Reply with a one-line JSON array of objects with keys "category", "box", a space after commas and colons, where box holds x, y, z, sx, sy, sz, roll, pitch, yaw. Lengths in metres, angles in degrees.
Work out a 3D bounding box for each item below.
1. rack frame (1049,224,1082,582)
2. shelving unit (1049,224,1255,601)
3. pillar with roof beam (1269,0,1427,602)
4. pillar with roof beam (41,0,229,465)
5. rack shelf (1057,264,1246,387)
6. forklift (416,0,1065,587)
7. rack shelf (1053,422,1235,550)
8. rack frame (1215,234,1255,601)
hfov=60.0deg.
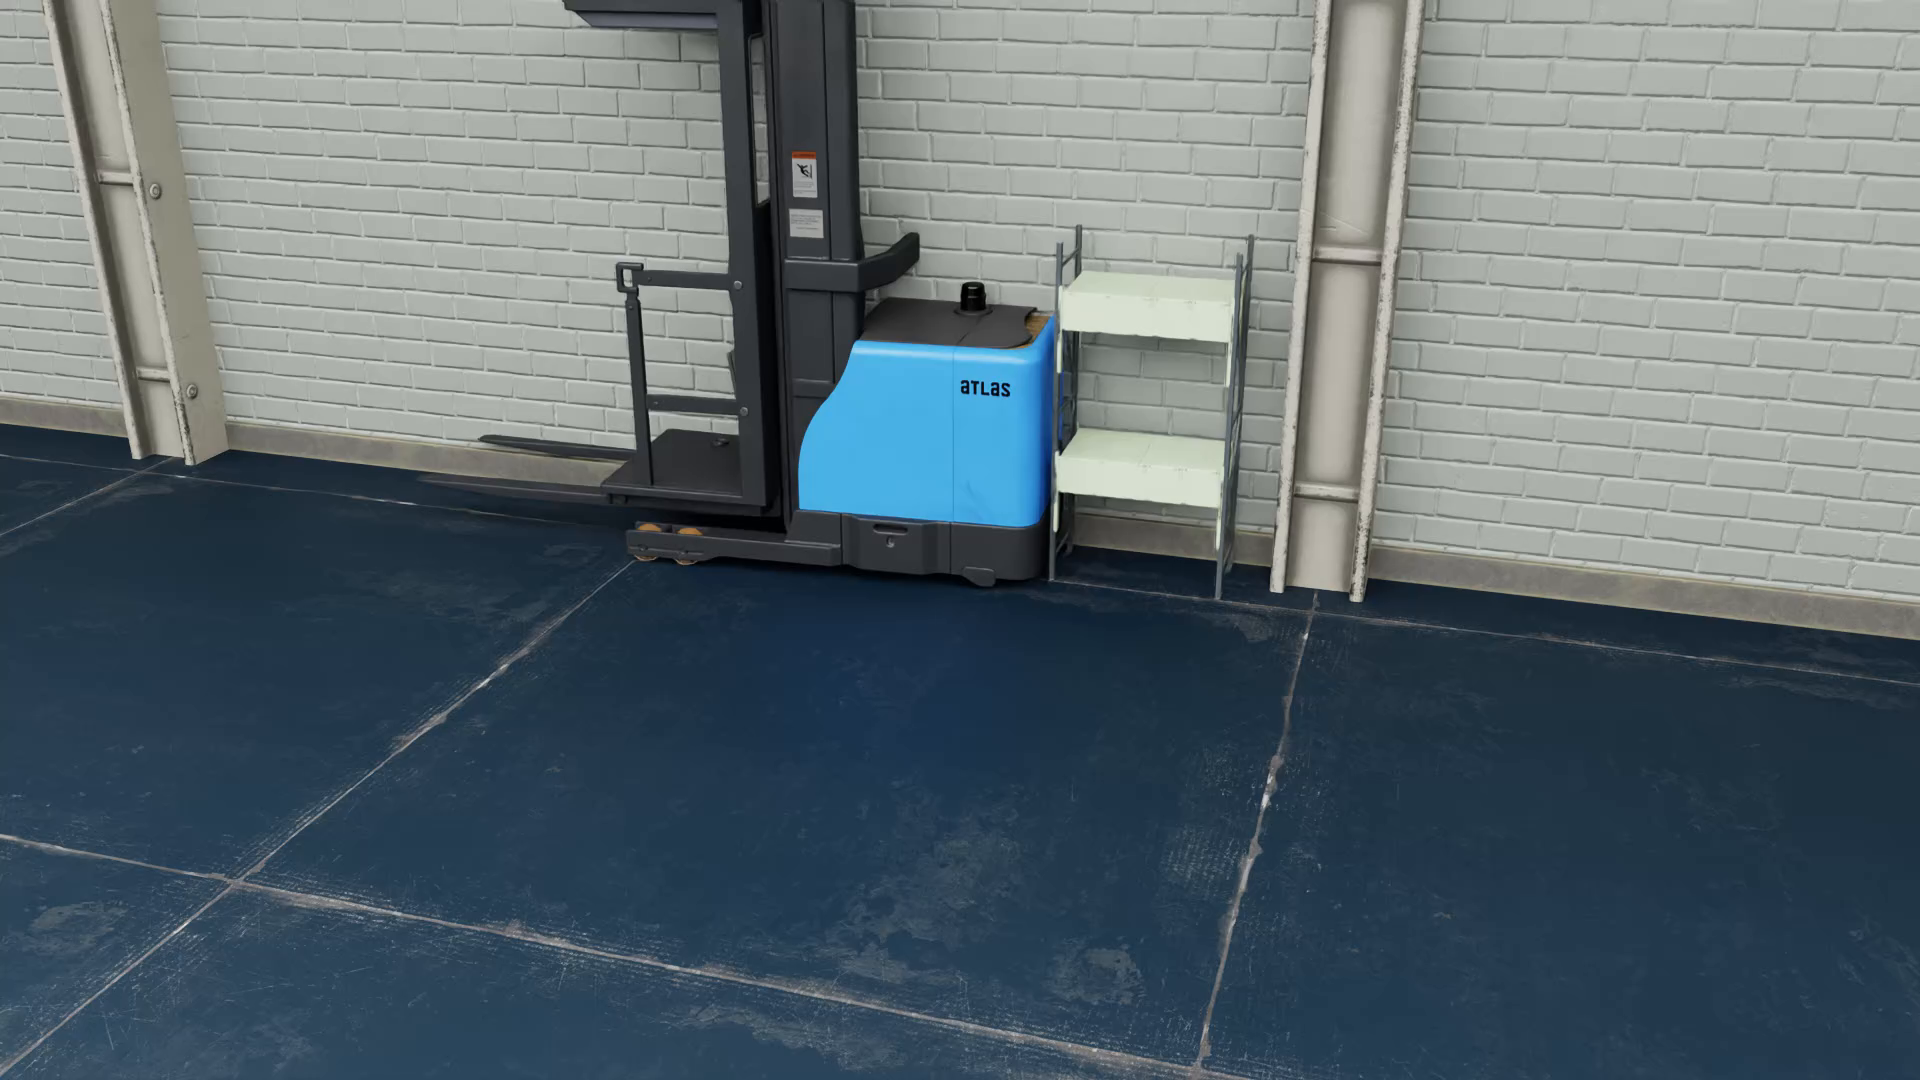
[{"category": "rack frame", "box": [0.457, -0.583, 7.216, 0.023, 1.500, 0.400, 6, 23, 15]}, {"category": "shelving unit", "box": [0.808, -0.544, 7.121, 0.755, 1.500, 0.431, 6, 23, 15]}, {"category": "pillar with roof beam", "box": [0.336, -2.410, 1.788, 0.400, 9.000, 9.100, 7, 23, 16]}, {"category": "pillar with roof beam", "box": [-5.408, -3.068, 3.391, 0.400, 9.000, 9.100, 7, 23, 16]}, {"category": "rack shelf", "box": [0.808, -0.905, 6.973, 0.720, 0.370, 0.431, 6, 23, 15]}, {"category": "forklift", "box": [-1.030, -1.430, 7.395, 3.031, 2.935, 1.130, 5, 23, 12]}, {"category": "rack shelf", "box": [0.808, -0.243, 7.245, 0.720, 0.370, 0.431, 6, 23, 15]}, {"category": "rack frame", "box": [1.160, -0.506, 7.026, 0.023, 1.500, 0.400, 6, 23, 15]}]
